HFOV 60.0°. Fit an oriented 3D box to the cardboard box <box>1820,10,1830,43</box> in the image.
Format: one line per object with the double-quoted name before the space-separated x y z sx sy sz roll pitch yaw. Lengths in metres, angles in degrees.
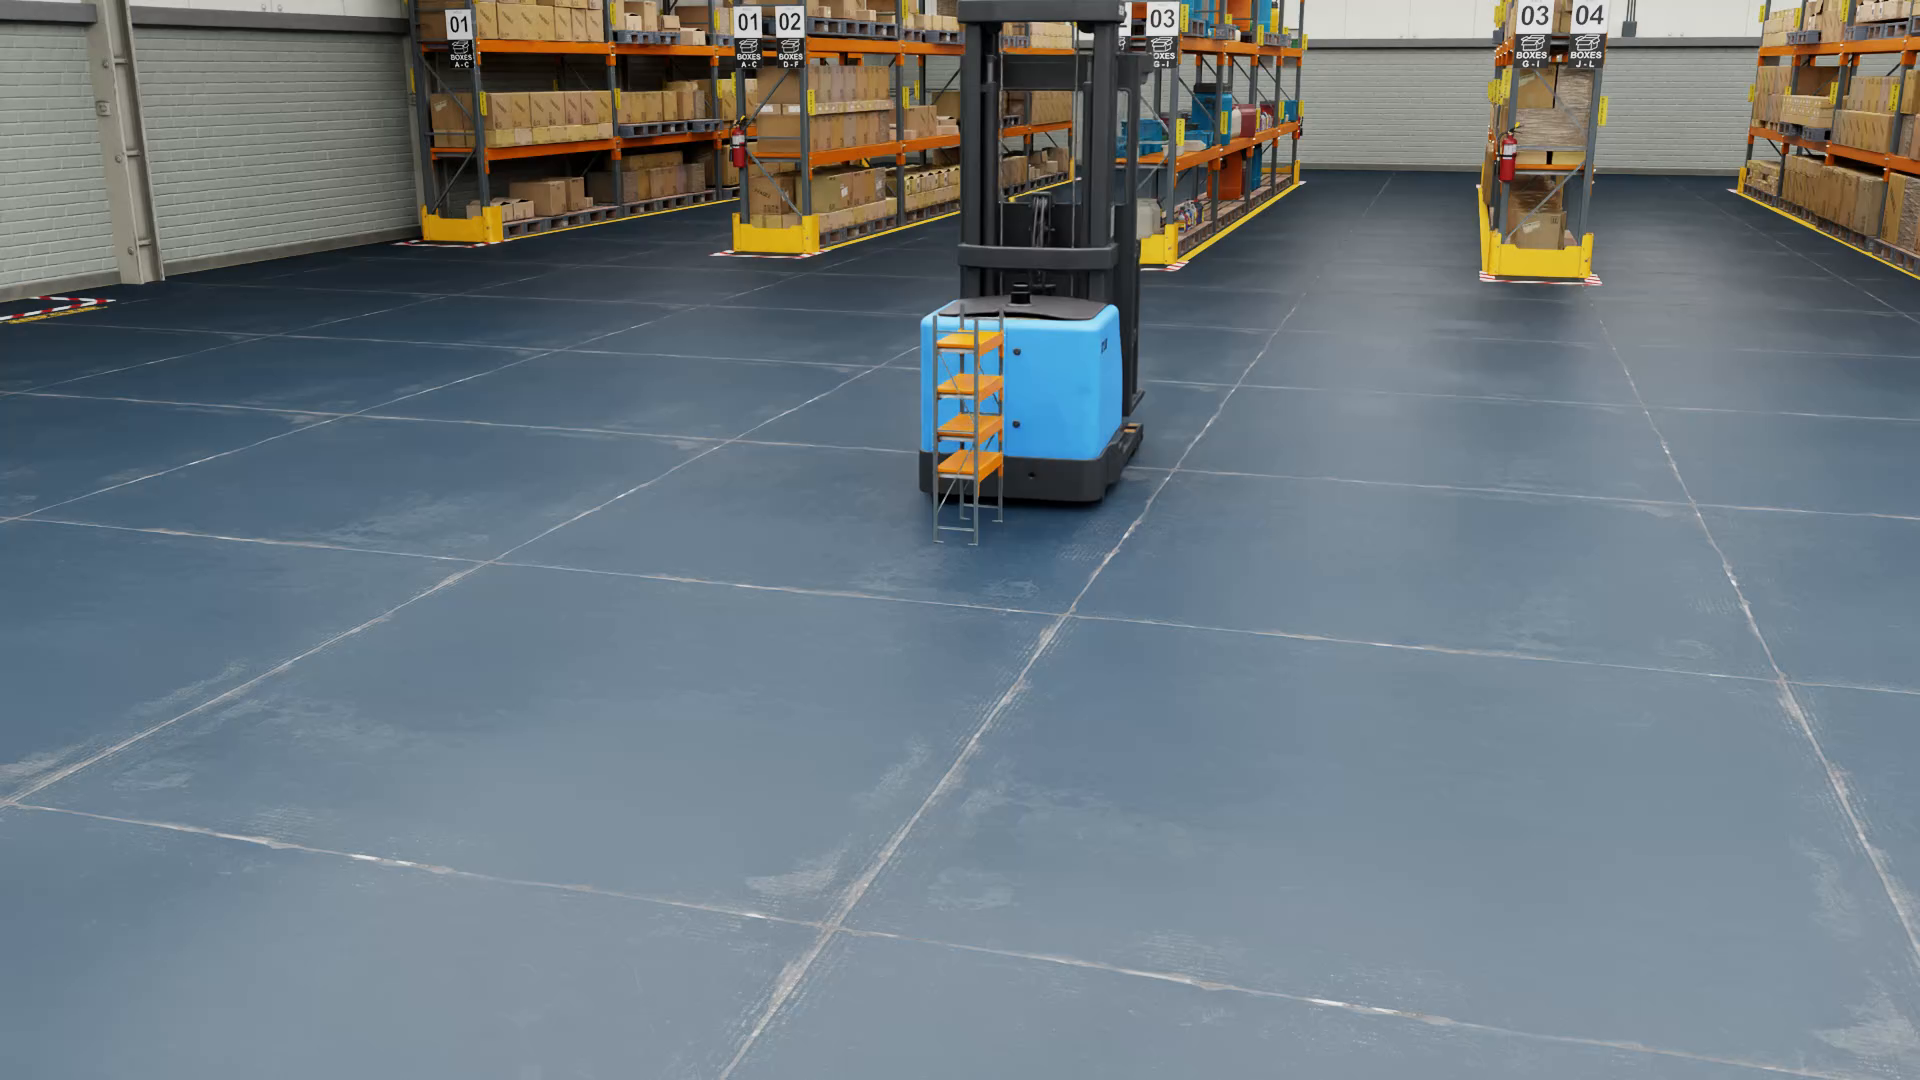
"cardboard box" 14.181 -8.247 26.728 0.500 0.500 0.500 5 16 16

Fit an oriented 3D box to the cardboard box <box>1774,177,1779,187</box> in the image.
"cardboard box" 14.908 -6.452 29.988 0.380 0.149 0.250 5 17 17

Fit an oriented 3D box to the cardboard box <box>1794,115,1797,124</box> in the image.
"cardboard box" 14.204 -7.043 27.853 0.380 0.149 0.250 4 16 15

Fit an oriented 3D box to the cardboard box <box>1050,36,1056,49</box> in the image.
"cardboard box" 1.703 -10.422 34.855 0.500 0.250 0.500 5 16 16

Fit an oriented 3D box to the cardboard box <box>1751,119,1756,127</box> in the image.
"cardboard box" 15.854 -8.237 32.834 0.380 0.149 0.250 4 16 15

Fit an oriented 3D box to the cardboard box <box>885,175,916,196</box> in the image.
"cardboard box" -1.018 -5.696 26.656 0.500 0.311 0.500 5 16 16

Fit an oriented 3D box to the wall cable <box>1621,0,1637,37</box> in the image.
"wall cable" 16.445 -14.474 37.474 2.277 5.999 0.120 5 16 16

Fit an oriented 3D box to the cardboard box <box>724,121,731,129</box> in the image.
"cardboard box" -4.592 -7.910 31.644 0.380 0.149 0.250 5 17 17

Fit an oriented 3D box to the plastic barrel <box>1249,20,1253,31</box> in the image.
"plastic barrel" 5.033 -8.949 28.902 0.294 0.245 0.294 0 16 0

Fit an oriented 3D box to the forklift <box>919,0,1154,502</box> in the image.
"forklift" 0.597 -1.983 10.448 1.130 2.935 3.031 4 16 13

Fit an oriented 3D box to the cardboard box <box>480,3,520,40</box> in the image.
"cardboard box" -6.739 -7.501 24.063 0.500 0.500 0.500 6 17 20

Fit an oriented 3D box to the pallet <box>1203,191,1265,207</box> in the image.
"pallet" 5.044 -6.306 30.674 1.003 0.211 1.213 5 16 16

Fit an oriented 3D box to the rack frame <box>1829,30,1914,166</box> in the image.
"rack frame" 13.986 -6.324 25.630 1.000 3.000 0.127 5 16 16

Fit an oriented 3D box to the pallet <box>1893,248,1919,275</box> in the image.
"pallet" 12.214 -3.423 20.512 1.003 0.211 1.213 5 16 16

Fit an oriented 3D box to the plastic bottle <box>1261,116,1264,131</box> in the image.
"plastic bottle" 5.494 -7.655 30.547 0.152 0.276 0.135 5 16 16

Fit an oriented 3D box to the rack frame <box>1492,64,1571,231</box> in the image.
"rack frame" 8.123 -5.689 23.389 1.000 3.000 0.127 5 16 16

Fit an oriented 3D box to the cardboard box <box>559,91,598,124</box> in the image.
"cardboard box" -6.099 -6.861 26.385 0.500 0.500 0.500 5 16 16

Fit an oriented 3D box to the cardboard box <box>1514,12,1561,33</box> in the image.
"cardboard box" 6.880 -6.159 19.825 0.500 0.250 0.500 5 17 17

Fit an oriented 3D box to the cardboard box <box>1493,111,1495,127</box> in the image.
"cardboard box" 10.026 -7.729 30.399 0.500 0.500 0.500 5 16 16

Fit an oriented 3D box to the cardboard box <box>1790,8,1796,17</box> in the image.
"cardboard box" 15.044 -9.414 29.654 0.380 0.149 0.250 5 16 16

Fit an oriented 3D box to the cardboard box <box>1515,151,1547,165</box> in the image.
"cardboard box" 6.869 -4.612 20.053 0.380 0.149 0.250 5 16 16

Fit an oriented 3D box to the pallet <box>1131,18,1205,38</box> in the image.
"pallet" 2.566 -6.588 21.407 1.003 0.211 1.213 5 16 16

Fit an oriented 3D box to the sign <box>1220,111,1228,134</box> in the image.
"sign" 3.899 -6.161 24.545 0.100 0.325 0.005 5 16 16

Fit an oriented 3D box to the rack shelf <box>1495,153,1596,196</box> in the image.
"rack shelf" 7.555 -4.820 21.643 1.077 0.370 4.000 5 16 16

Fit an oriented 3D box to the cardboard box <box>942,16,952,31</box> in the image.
"cardboard box" -0.444 -8.816 28.422 0.500 0.250 0.500 5 17 17

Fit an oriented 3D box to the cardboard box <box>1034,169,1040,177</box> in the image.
"cardboard box" 1.463 -7.720 34.935 0.380 0.166 0.250 5 16 16

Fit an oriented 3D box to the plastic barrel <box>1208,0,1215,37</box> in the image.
"plastic barrel" 3.682 -8.249 26.001 0.600 0.901 0.708 5 16 16

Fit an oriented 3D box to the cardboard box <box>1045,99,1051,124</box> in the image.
"cardboard box" 1.593 -8.976 34.796 0.500 0.500 0.500 5 16 16

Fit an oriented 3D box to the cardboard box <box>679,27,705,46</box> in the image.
"cardboard box" -4.933 -9.088 30.004 0.500 0.311 0.500 5 16 16

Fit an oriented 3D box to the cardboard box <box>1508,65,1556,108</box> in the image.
"cardboard box" 6.906 -5.478 20.084 0.500 0.500 0.500 5 16 16

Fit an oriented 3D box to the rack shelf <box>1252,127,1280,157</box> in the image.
"rack shelf" 5.079 -7.297 30.376 1.077 0.370 4.000 5 16 16

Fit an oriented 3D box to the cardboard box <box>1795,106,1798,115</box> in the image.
"cardboard box" 14.202 -7.184 27.806 0.380 0.149 0.250 4 16 15

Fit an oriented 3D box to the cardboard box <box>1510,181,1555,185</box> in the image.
"cardboard box" 8.789 -5.273 25.697 0.700 0.500 0.500 6 17 21

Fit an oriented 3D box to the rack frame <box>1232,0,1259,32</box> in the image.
"rack frame" 4.511 -10.006 27.614 1.000 3.000 0.127 5 16 16

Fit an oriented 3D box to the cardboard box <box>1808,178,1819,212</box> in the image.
"cardboard box" 13.923 -5.516 26.592 0.500 0.500 0.500 5 16 16

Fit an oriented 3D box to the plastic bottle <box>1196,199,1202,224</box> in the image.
"plastic bottle" 3.468 -4.819 24.372 0.144 0.351 0.185 4 16 14

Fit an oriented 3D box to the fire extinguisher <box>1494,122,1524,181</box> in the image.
"fire extinguisher" 6.512 -4.611 19.731 0.296 0.674 0.183 5 16 16

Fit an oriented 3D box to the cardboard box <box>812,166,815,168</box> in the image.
"cardboard box" -3.540 -8.121 35.777 0.700 0.500 0.500 5 17 17

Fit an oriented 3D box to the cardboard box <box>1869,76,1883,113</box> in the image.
"cardboard box" 13.418 -6.336 23.656 0.700 0.500 0.500 4 16 15

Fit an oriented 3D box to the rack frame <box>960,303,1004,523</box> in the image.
"rack frame" 0.116 -0.684 9.043 0.240 1.200 0.015 5 16 16

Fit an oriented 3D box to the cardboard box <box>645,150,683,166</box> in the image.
"cardboard box" -5.364 -6.921 30.133 0.500 0.250 0.500 5 17 17

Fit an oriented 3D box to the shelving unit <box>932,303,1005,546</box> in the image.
"shelving unit" 0.047 -0.621 8.818 0.258 1.200 0.503 5 16 16

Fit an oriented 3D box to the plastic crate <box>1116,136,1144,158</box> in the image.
"plastic crate" 2.093 -5.109 21.618 0.499 0.251 0.616 5 16 16

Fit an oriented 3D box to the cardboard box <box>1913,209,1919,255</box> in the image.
"cardboard box" 12.090 -3.824 19.939 0.875 0.875 0.875 4 16 15

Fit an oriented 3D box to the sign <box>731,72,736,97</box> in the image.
"sign" -3.027 -6.128 22.382 0.100 0.325 0.005 5 16 16

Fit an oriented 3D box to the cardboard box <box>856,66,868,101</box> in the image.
"cardboard box" -1.779 -6.751 24.571 0.700 0.500 0.500 5 16 16

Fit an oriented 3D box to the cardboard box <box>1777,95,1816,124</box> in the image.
"cardboard box" 14.990 -7.711 29.788 0.500 0.500 0.500 5 16 16

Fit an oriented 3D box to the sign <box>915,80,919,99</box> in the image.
"sign" -0.760 -8.063 29.783 0.100 0.325 0.005 5 16 16

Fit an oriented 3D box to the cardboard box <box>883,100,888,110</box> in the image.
"cardboard box" -1.318 -6.666 25.462 0.380 0.149 0.250 4 16 15

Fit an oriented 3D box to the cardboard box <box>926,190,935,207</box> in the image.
"cardboard box" -0.731 -5.693 27.673 0.500 0.250 0.500 4 16 14

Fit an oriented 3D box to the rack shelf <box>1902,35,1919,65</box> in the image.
"rack shelf" 12.281 -5.852 19.784 1.077 0.370 4.000 5 16 16

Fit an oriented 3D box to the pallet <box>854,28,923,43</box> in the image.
"pallet" -1.136 -8.041 26.535 0.805 0.209 1.217 4 16 14

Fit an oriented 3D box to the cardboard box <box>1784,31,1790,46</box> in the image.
"cardboard box" 15.157 -9.021 29.914 0.500 0.250 0.500 5 16 16

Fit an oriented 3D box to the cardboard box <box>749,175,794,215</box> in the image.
"cardboard box" -2.643 -4.815 23.203 0.500 0.500 0.500 5 16 16

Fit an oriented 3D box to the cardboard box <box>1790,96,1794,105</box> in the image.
"cardboard box" 14.348 -7.465 28.253 0.380 0.149 0.250 4 16 15
